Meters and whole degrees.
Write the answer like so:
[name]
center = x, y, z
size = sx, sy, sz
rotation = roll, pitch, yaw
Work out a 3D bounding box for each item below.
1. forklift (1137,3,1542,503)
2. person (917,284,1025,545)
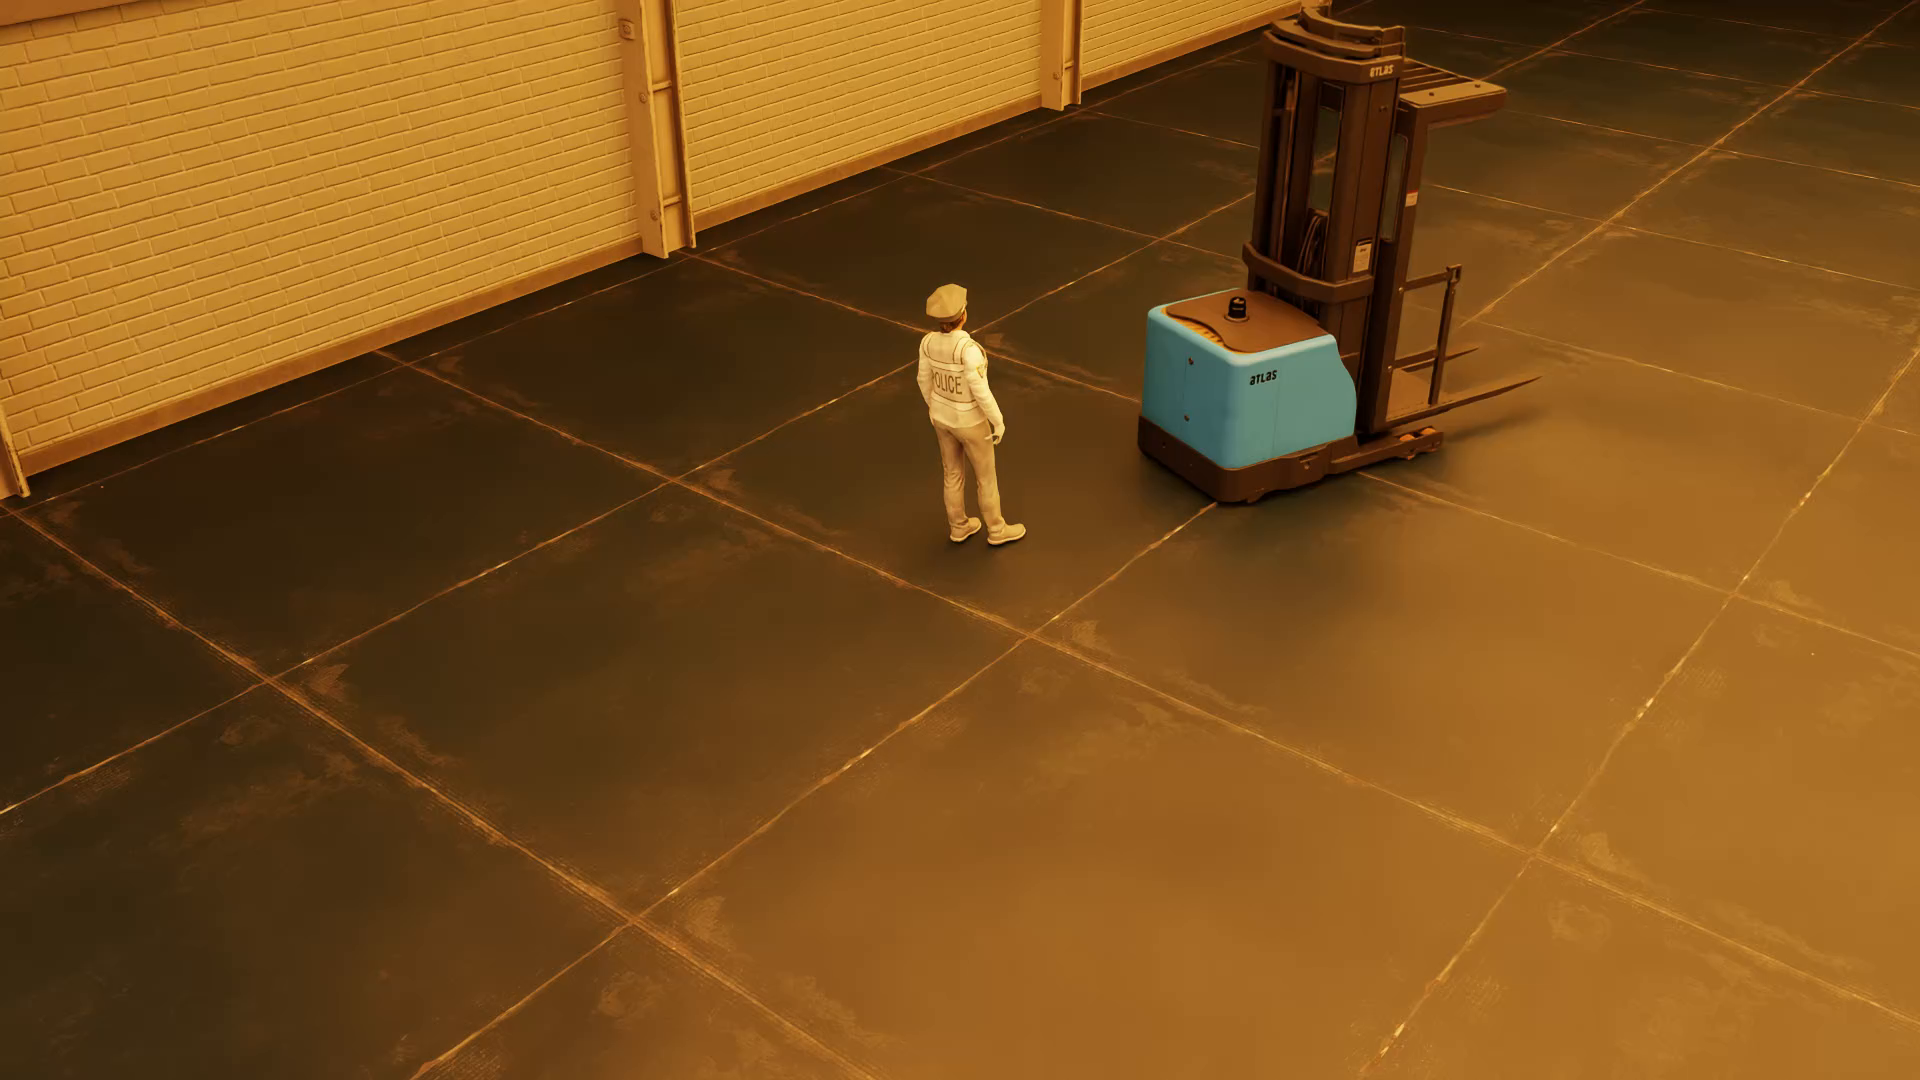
[forklift]
center = 2.760, -2.037, 11.081
size = 3.031, 2.935, 1.130
rotation = -16, 34, -26
[person]
center = 0.047, -0.762, 10.110
size = 0.588, 1.696, 0.533
rotation = 22, 37, 33
